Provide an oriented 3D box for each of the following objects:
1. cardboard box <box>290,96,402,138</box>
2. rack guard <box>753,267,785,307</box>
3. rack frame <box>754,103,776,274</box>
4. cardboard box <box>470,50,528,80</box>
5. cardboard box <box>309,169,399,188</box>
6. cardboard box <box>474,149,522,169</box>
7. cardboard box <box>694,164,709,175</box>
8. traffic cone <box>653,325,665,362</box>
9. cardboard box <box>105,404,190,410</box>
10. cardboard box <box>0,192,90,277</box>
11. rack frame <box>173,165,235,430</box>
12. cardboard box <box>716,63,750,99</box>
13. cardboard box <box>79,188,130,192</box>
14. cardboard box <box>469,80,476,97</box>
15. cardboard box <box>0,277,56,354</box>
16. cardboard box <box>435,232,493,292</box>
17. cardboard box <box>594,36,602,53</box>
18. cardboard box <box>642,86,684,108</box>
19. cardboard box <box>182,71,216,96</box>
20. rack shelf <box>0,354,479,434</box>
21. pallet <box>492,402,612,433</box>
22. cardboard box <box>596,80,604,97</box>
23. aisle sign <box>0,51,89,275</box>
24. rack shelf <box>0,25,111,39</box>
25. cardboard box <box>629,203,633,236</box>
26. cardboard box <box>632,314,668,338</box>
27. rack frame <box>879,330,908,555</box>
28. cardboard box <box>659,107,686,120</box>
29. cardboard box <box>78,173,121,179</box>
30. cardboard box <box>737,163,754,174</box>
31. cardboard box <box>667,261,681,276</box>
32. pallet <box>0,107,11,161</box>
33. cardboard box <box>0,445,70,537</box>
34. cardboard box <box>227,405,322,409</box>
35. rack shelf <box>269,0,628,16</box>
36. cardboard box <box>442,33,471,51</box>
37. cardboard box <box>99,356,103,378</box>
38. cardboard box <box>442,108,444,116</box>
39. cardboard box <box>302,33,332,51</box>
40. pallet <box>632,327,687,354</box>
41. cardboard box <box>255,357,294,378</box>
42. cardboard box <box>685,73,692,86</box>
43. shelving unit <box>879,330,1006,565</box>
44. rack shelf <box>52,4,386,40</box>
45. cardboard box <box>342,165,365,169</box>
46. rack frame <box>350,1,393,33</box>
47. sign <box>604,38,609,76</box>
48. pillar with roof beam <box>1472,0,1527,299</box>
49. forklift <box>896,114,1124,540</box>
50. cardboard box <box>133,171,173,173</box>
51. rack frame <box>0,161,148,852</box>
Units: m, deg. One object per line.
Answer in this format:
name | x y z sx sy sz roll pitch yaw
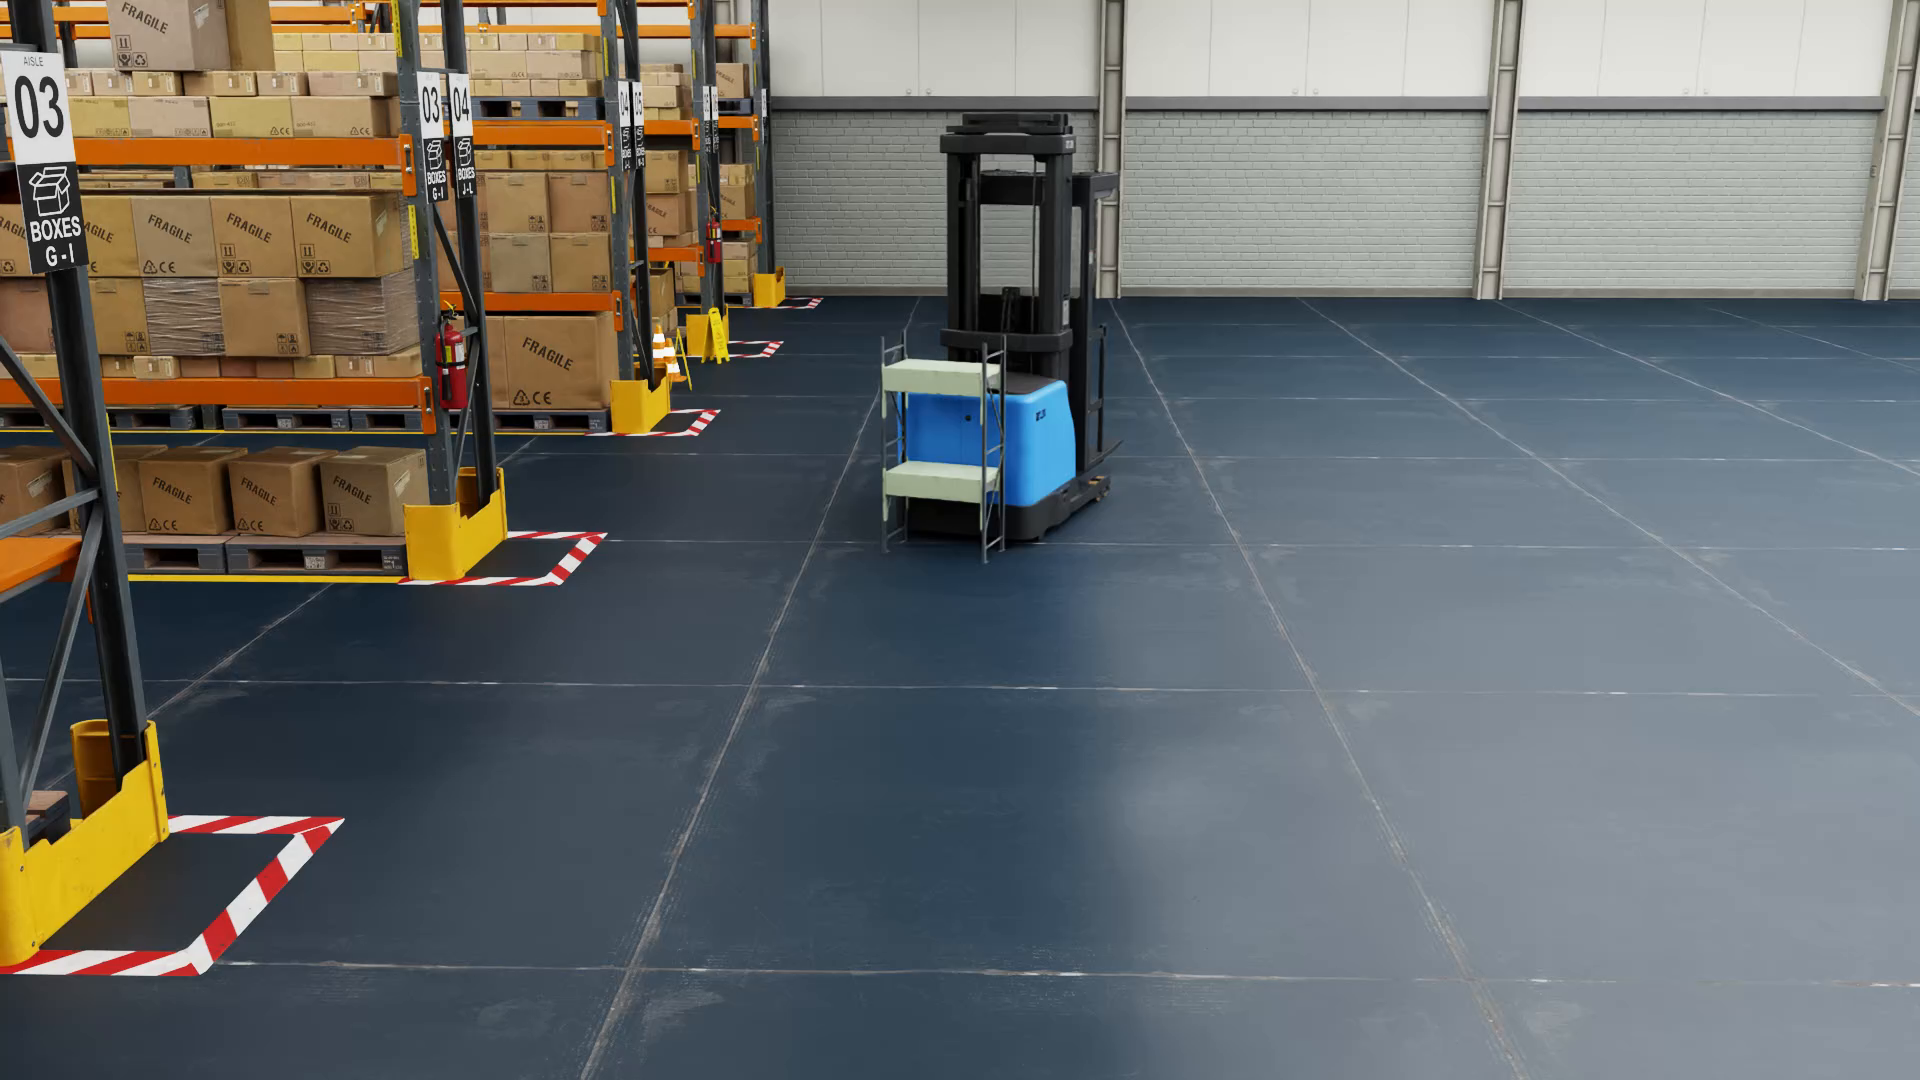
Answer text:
cardboard box | -3.836 -2.650 10.419 0.500 0.250 0.500 1 15 3
rack guard | -2.947 -3.918 25.712 0.348 0.500 1.175 0 15 1
rack frame | -2.971 -5.127 25.394 0.127 3.000 1.000 0 15 1
cardboard box | -4.116 -4.307 15.096 0.500 0.250 0.500 0 15 2
cardboard box | -5.661 -3.195 15.661 0.550 0.550 0.875 0 15 1
cardboard box | -5.647 -4.486 20.223 0.500 0.500 0.700 0 15 0
cardboard box | -3.844 -5.570 25.022 0.250 0.149 0.380 1 15 3
traffic cone | -3.557 -2.309 19.683 0.334 0.463 0.336 0 15 1
cardboard box | -7.741 -1.721 16.069 0.750 0.750 1.050 0 15 1
cardboard box | -5.903 -1.962 10.657 0.500 0.500 0.500 0 15 1
rack frame | -7.118 -2.624 15.907 0.127 3.000 1.000 0 15 1
cardboard box | -3.420 -6.818 24.707 0.500 0.500 0.500 1 15 3
cardboard box | -5.889 -2.097 11.168 0.500 0.500 0.500 0 15 1
cardboard box | -4.478 -4.101 15.097 0.250 0.149 0.380 0 15 1
cardboard box | -5.896 -1.544 11.032 0.500 0.500 0.875 0 15 1
cardboard box | -4.598 -2.695 15.882 0.550 0.550 0.875 0 15 1
cardboard box | -3.445 -4.648 15.606 0.250 0.149 0.380 1 15 2
cardboard box | -3.612 -5.318 19.946 0.500 0.250 0.500 0 15 1
cardboard box | -4.662 -2.861 10.438 0.250 0.149 0.380 1 15 2
rack shelf | -5.346 -0.999 11.158 4.000 0.370 1.077 0 15 1
pallet | -3.921 -1.235 16.108 1.213 0.211 1.003 0 15 1
cardboard box | -3.454 -4.263 15.710 0.250 0.149 0.380 0 15 2
aisle sign | -3.394 -1.402 6.179 0.004 0.787 0.394 0 15 1
rack shelf | -12.968 -7.552 25.018 4.000 0.370 1.077 0 15 1
cardboard box | -4.144 -3.991 20.309 0.500 0.500 0.500 0 15 2
cardboard box | -3.933 -2.672 20.653 0.500 0.250 0.500 0 15 1
rack frame | -0.456 -0.673 11.451 0.023 1.500 0.400 6 16 20
cardboard box | -3.458 -5.121 19.983 0.250 0.149 0.380 0 15 2
cardboard box | -10.647 -4.247 20.454 0.500 0.500 0.500 0 15 0
cardboard box | -3.301 -5.690 25.475 0.250 0.149 0.380 0 15 0
cardboard box | -4.483 -4.170 25.352 0.500 0.250 0.500 0 15 0
pallet | -4.298 -1.460 5.986 1.213 0.211 1.003 0 15 1
cardboard box | -6.374 -0.340 11.325 0.500 0.500 0.500 5 16 19
cardboard box | -6.491 -1.778 16.042 0.875 0.875 0.875 1 15 2
rack shelf | -5.119 -4.971 15.235 4.000 0.370 1.077 0 15 1
cardboard box | -4.479 -4.487 14.996 0.250 0.149 0.380 0 15 2
cardboard box | -5.639 -1.154 10.827 0.250 0.149 0.380 0 15 1
cardboard box | -6.276 -5.162 20.139 0.250 0.149 0.380 0 15 1
cardboard box | -5.744 -4.495 15.028 0.250 0.149 0.380 1 15 2
pallet | -3.981 -2.528 21.007 1.213 0.211 1.003 0 15 1
cardboard box | -4.388 -1.158 10.840 0.250 0.149 0.380 0 15 1
cardboard box | -3.444 -5.630 20.349 0.250 0.149 0.380 0 15 1
shelving unit | -0.115 -0.639 11.323 0.755 1.500 0.431 6 16 20
rack shelf | -9.092 -6.260 20.121 4.000 0.370 1.077 0 15 1
cardboard box | -7.554 -4.690 20.861 0.250 0.149 0.380 0 15 1
rack frame | -7.093 -6.788 19.929 0.127 3.000 1.000 0 15 1
sign | -3.147 -4.300 14.799 0.005 0.325 0.100 0 15 1
pillar with roof beam | 8.242 -7.086 21.059 0.400 9.000 9.100 0 15 1
forklift | 0.548 -1.748 12.718 1.130 2.935 3.031 6 16 20
cardboard box | -10.113 -4.376 20.944 0.500 0.500 0.500 0 15 1
rack frame | -3.474 -0.071 6.229 0.127 3.000 1.000 0 15 1
